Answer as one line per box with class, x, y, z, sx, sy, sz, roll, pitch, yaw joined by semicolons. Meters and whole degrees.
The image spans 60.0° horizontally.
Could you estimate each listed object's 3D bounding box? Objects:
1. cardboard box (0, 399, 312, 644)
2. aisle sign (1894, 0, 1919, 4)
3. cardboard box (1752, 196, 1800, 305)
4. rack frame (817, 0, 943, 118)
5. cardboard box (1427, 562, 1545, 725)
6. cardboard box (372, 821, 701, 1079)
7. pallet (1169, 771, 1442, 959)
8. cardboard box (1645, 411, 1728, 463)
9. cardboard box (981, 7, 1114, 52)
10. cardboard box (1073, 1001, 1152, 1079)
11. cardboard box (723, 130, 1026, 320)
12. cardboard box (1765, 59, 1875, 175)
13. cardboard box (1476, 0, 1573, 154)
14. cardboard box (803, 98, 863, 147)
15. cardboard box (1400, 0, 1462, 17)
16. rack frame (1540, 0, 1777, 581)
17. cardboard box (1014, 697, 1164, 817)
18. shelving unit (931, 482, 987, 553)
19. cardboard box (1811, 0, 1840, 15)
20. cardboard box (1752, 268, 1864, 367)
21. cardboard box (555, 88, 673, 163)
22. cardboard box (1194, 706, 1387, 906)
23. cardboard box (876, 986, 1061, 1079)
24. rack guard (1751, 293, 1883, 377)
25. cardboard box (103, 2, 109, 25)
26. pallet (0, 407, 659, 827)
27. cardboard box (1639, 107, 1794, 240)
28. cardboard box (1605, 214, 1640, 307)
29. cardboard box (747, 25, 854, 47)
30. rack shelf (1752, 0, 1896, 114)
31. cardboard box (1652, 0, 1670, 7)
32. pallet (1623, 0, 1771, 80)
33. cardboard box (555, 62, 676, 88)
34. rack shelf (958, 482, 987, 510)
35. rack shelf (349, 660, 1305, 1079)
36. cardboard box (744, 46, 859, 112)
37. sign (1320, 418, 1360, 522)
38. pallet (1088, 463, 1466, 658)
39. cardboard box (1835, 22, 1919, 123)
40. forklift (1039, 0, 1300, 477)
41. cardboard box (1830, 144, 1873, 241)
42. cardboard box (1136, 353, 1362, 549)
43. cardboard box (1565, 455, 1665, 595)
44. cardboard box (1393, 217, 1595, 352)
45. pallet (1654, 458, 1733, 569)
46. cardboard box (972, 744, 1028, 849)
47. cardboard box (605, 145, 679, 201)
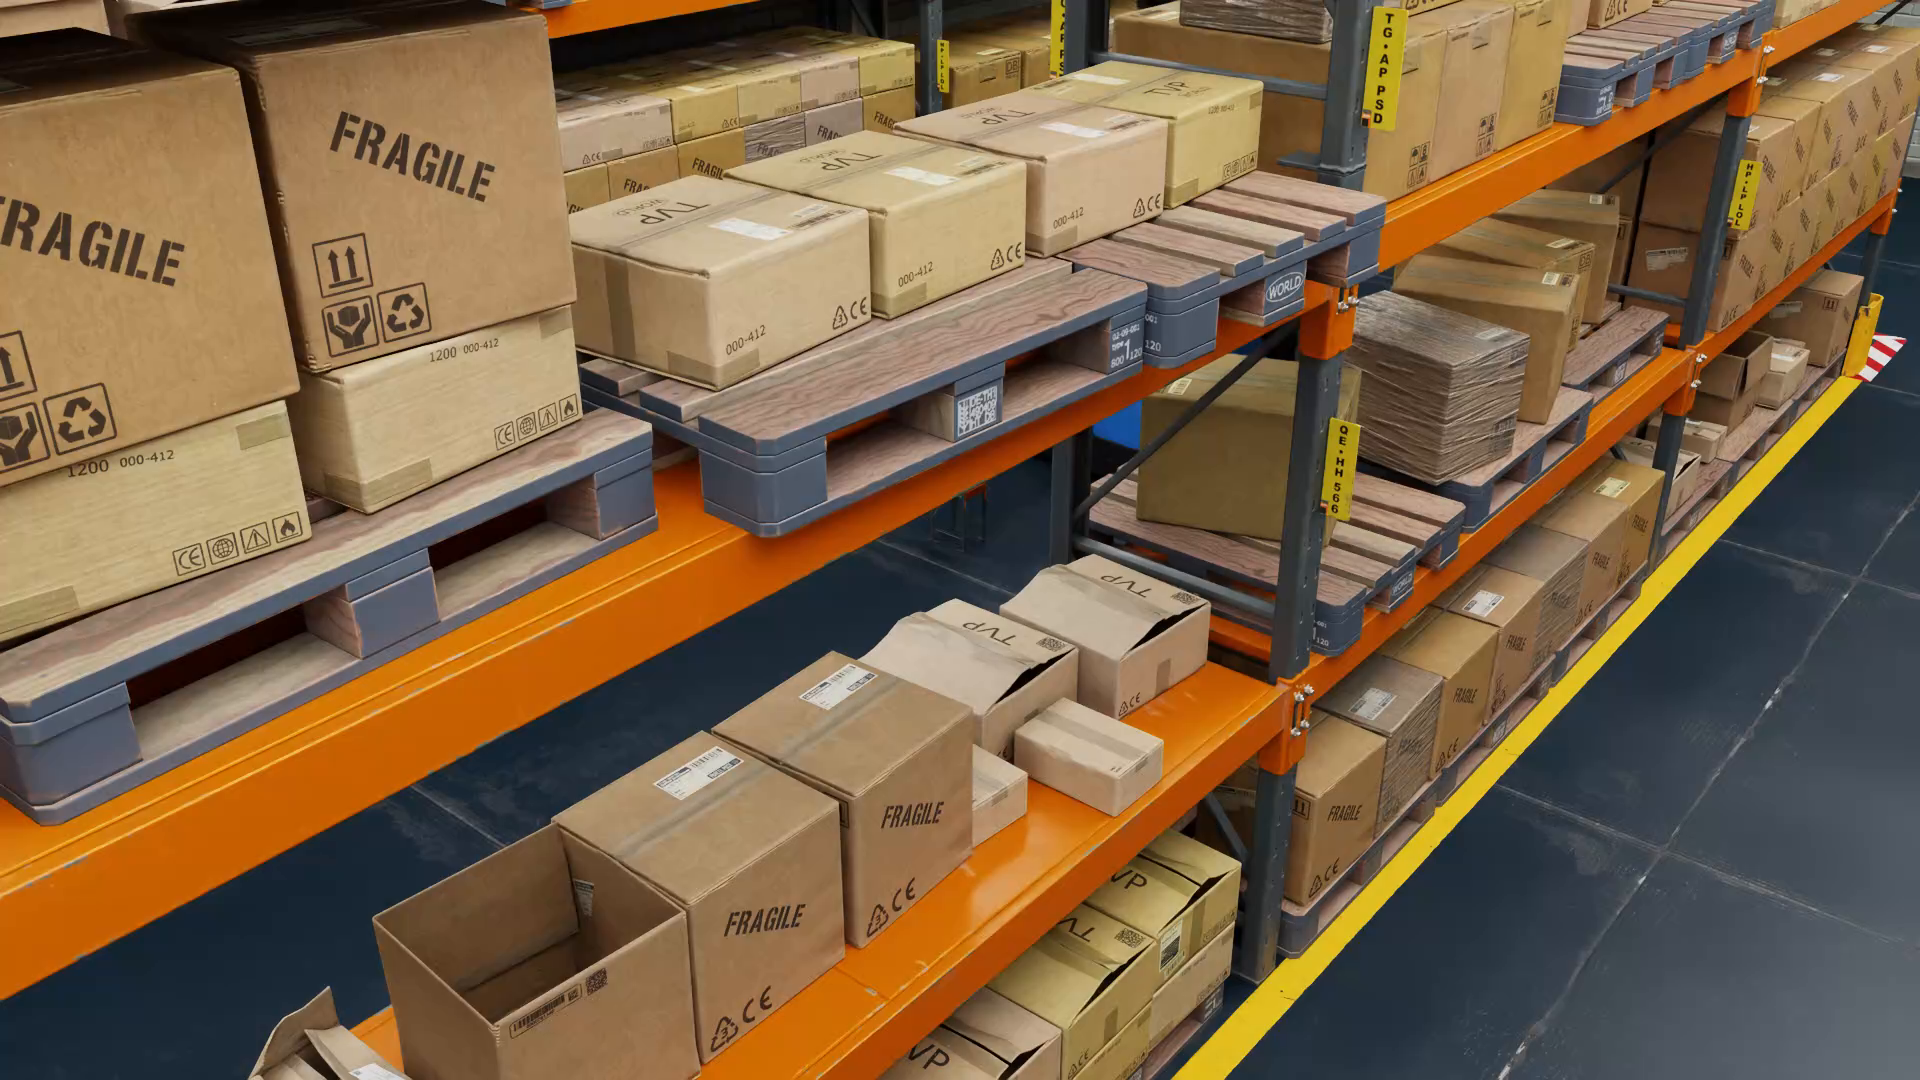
cardboard box;-1.401;-0.113;2.645;0.500;0.250;0.500;-24;36;-38
aisle sign;6.113;-3.789;10.480;0.394;0.787;0.004;21;34;34
cardboard box;4.146;-1.609;8.987;0.500;0.500;0.500;21;34;35
rack frame;-0.536;-2.728;11.258;1.000;3.000;0.127;21;34;34
cardboard box;2.234;0.424;7.408;0.500;0.500;0.500;19;33;33
cardboard box;-0.964;1.057;3.834;0.500;0.500;0.500;24;36;38
pallet;1.248;1.122;6.851;1.003;0.211;1.213;21;34;34
cardboard box;4.265;-0.613;9.776;0.380;0.166;0.250;21;34;34
cardboard box;0.745;-3.566;12.553;0.980;0.700;0.700;19;33;32
cardboard box;0.273;1.613;5.402;0.500;0.250;0.500;20;34;34
cardboard box;-0.193;-0.747;3.871;0.500;0.250;0.500;20;33;33
cardboard box;4.788;-2.403;9.433;0.500;0.500;0.500;22;35;36
cardboard box;1.651;-1.769;6.032;0.910;0.500;0.500;21;34;34
cardboard box;-0.952;-2.492;10.348;0.500;0.500;0.500;21;34;35
cardboard box;1.351;-2.017;5.423;0.500;0.500;0.500;21;34;34
rack frame;3.288;-1.281;8.462;1.000;3.000;0.127;21;34;34
cardboard box;0.385;0.648;5.006;0.380;0.149;0.250;21;34;34
shelving unit;-0.009;-0.528;8.964;0.258;1.200;0.189;21;34;34
cardboard box;4.110;-2.823;8.341;0.500;0.250;0.500;21;34;34
cardboard box;5.677;-1.520;11.165;0.500;0.500;0.500;21;34;34
cardboard box;-1.937;-2.283;9.127;0.500;0.250;0.500;21;34;35
cardboard box;1.254;0.974;6.344;0.500;0.500;0.500;22;35;36
cardboard box;-0.048;1.545;4.924;0.500;0.311;0.500;20;34;34
rack guard;5.784;-1.562;11.726;1.175;0.500;0.348;21;34;34
cardboard box;-3.716;-2.507;7.436;0.500;0.500;0.500;21;34;34
pallet;-1.249;-0.009;2.946;0.805;0.209;1.217;19;33;32
cardboard box;3.805;-1.854;8.373;0.500;0.500;0.500;22;34;36
cardboard box;3.408;-1.578;8.926;0.500;0.500;0.500;21;34;35
cardboard box;-1.030;-3.159;10.822;0.500;0.250;0.500;22;35;36
rack shelf;4.561;-3.003;9.309;1.077;0.370;4.000;21;34;34
cardboard box;2.911;-2.732;7.327;0.600;0.600;0.600;17;32;30
pallet;2.820;-2.319;7.408;1.213;0.211;1.003;21;34;34
cardboard box;-2.008;-2.609;9.758;0.500;0.250;0.500;20;33;33
rack shelf;-0.009;-0.275;9.095;0.258;0.103;0.180;21;34;34
rack shelf;-0.528;1.166;4.515;1.077;0.370;4.000;21;34;34
cardboard box;-0.969;-2.827;10.180;0.500;0.250;0.500;22;34;35
sign;1.175;-0.216;5.143;0.100;0.325;0.005;21;34;34
pallet;1.121;-0.038;6.269;1.213;0.211;1.003;21;34;34
cardboard box;5.762;-2.950;10.490;0.500;0.500;0.500;20;34;34
forklift;1.790;-2.154;10.224;1.130;2.935;3.031;23;35;37
cardboard box;5.109;-2.145;10.023;0.500;0.500;0.500;21;34;35
cardboard box;1.058;-0.350;6.096;0.700;0.500;0.500;10;29;18
cardboard box;3.196;-0.108;8.435;0.500;0.500;0.500;21;34;34
cardboard box;2.426;-1.147;7.637;0.500;0.500;0.700;-22;35;-36
pallet;3.726;-0.286;9.573;1.003;0.211;1.213;21;34;34
cardboard box;-0.023;0.717;4.872;0.380;0.149;0.250;24;36;38
cardboard box;-1.917;-1.951;9.302;0.500;0.500;0.500;21;34;34
